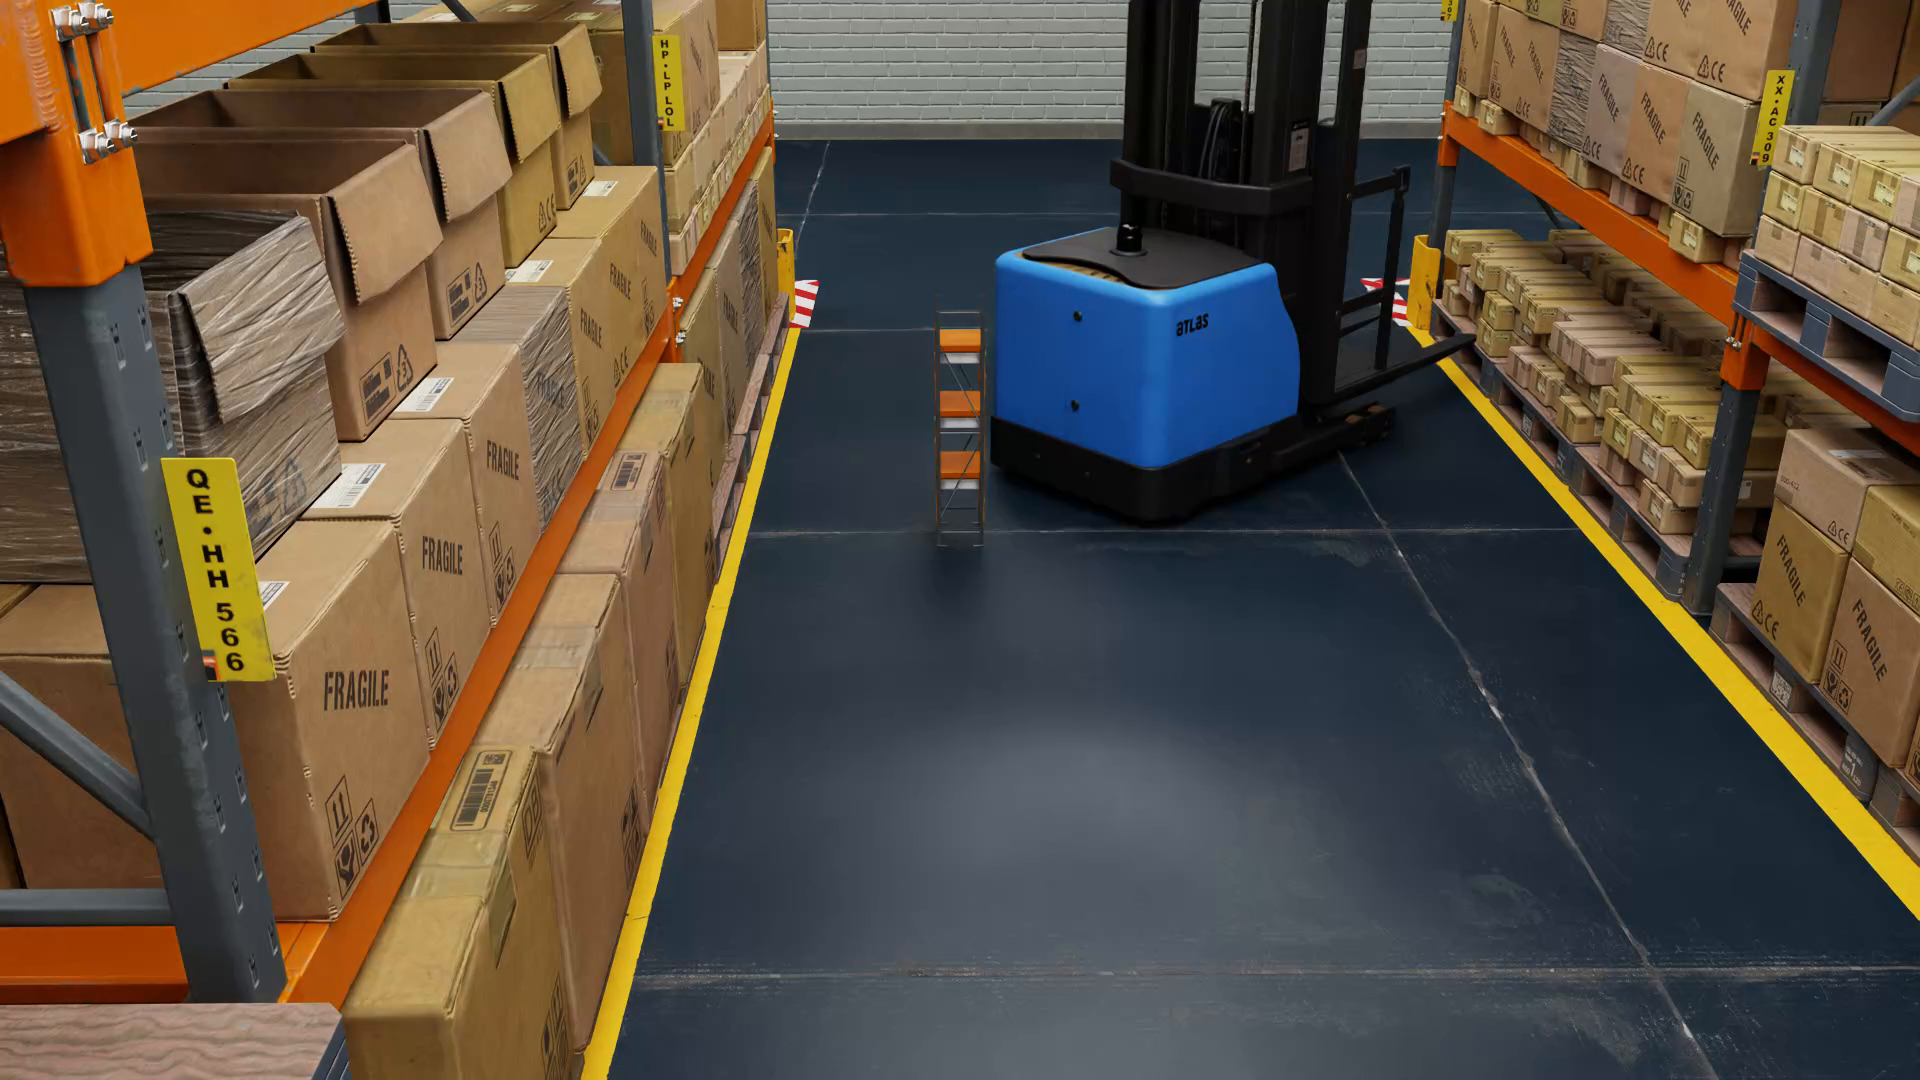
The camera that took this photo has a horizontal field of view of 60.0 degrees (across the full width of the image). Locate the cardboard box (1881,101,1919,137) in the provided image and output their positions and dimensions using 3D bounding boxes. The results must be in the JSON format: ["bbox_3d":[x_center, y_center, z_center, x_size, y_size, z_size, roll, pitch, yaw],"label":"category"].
[{"bbox_3d":[3.637,-1.474,6.386,0.500,0.500,0.500,-1,24,-2],"label":"cardboard box"}]

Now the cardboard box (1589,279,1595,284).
[{"bbox_3d":[3.646,-1.333,9.147,0.380,0.149,0.250,-1,24,-3],"label":"cardboard box"}]

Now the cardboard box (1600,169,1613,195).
[{"bbox_3d":[3.138,-1.629,7.517,0.380,0.149,0.250,-1,24,-1],"label":"cardboard box"}]

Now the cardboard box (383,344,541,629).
[{"bbox_3d":[-1.277,-0.129,3.774,0.500,0.500,0.500,-1,24,-2],"label":"cardboard box"}]

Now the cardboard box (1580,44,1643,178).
[{"bbox_3d":[3.094,-1.886,7.297,0.500,0.500,0.500,0,24,-1],"label":"cardboard box"}]

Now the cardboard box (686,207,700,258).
[{"bbox_3d":[-1.244,-1.224,6.621,0.380,0.149,0.250,-1,24,-2],"label":"cardboard box"}]

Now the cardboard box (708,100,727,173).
[{"bbox_3d":[-1.325,-1.787,7.383,0.500,0.250,0.500,0,24,1],"label":"cardboard box"}]

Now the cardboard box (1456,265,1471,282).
[{"bbox_3d":[3.096,-1.547,9.619,0.380,0.149,0.250,1,24,2],"label":"cardboard box"}]

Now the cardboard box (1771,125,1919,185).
[{"bbox_3d":[2.935,-1.271,5.494,0.380,0.149,0.250,1,24,2],"label":"cardboard box"}]

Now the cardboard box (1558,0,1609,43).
[{"bbox_3d":[3.091,-2.554,7.561,0.500,0.500,0.500,-1,24,-2],"label":"cardboard box"}]

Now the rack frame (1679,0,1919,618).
[{"bbox_3d":[3.391,-1.088,6.015,1.000,3.000,0.127,0,24,-1],"label":"rack frame"}]

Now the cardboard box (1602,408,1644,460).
[{"bbox_3d":[3.034,-0.466,7.228,0.380,0.149,0.250,-1,24,-2],"label":"cardboard box"}]

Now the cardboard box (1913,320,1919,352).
[{"bbox_3d":[2.948,-0.574,4.675,0.380,0.149,0.250,-1,24,-3],"label":"cardboard box"}]

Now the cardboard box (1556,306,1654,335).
[{"bbox_3d":[3.146,-1.036,8.130,0.380,0.149,0.250,0,24,0],"label":"cardboard box"}]

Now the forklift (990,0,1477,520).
[{"bbox_3d":[1.553,-1.927,7.955,3.031,2.935,1.130,-22,32,-39],"label":"forklift"}]

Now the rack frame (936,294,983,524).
[{"bbox_3d":[-0.002,-0.551,7.194,0.200,1.050,0.008,0,24,-1],"label":"rack frame"}]

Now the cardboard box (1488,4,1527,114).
[{"bbox_3d":[3.107,-2.510,8.678,0.500,0.500,0.500,0,24,0],"label":"cardboard box"}]

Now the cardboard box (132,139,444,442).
[{"bbox_3d":[-1.523,-0.531,3.446,0.797,0.503,0.637,0,24,1],"label":"cardboard box"}]

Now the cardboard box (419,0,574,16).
[{"bbox_3d":[-1.844,-1.910,6.745,0.500,0.500,0.500,0,24,0],"label":"cardboard box"}]

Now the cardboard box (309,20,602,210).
[{"bbox_3d":[-1.555,-1.346,5.248,0.797,0.503,0.637,-1,24,-2],"label":"cardboard box"}]

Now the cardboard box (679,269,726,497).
[{"bbox_3d":[-1.497,-0.602,7.011,0.875,0.875,0.875,0,24,-1],"label":"cardboard box"}]

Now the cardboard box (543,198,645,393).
[{"bbox_3d":[-1.293,-0.757,5.162,0.500,0.500,0.500,0,24,1],"label":"cardboard box"}]

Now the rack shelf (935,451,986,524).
[{"bbox_3d":[-0.001,-0.238,7.201,0.215,0.259,0.240,0,24,-1],"label":"rack shelf"}]

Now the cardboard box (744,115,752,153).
[{"bbox_3d":[-1.268,-2.075,8.502,0.380,0.149,0.250,-1,24,-2],"label":"cardboard box"}]

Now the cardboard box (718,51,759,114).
[{"bbox_3d":[-1.338,-2.415,8.770,0.500,0.250,0.500,-1,24,-1],"label":"cardboard box"}]

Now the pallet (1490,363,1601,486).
[{"bbox_3d":[3.332,-0.598,8.315,1.003,0.211,1.213,0,24,-1],"label":"pallet"}]

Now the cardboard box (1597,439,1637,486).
[{"bbox_3d":[3.059,-0.356,7.347,0.380,0.149,0.250,-1,24,-2],"label":"cardboard box"}]

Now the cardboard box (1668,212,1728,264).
[{"bbox_3d":[3.042,-1.195,6.558,0.380,0.149,0.250,-1,24,-2],"label":"cardboard box"}]

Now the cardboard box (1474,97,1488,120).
[{"bbox_3d":[3.067,-2.382,9.181,0.380,0.149,0.250,1,24,1],"label":"cardboard box"}]

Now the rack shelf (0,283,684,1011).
[{"bbox_3d":[-1.548,0.045,4.383,1.077,0.370,4.000,0,24,-1],"label":"rack shelf"}]

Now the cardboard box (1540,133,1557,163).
[{"bbox_3d":[3.109,-1.951,8.228,0.380,0.149,0.250,-1,24,-2],"label":"cardboard box"}]

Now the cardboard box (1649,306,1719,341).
[{"bbox_3d":[3.603,-1.038,8.133,0.380,0.149,0.250,0,24,0],"label":"cardboard box"}]

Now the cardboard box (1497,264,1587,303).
[{"bbox_3d":[3.097,-1.363,8.851,0.380,0.149,0.250,-1,24,-3],"label":"cardboard box"}]

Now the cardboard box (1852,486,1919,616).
[{"bbox_3d":[3.143,0.043,5.128,0.500,0.250,0.500,0,24,1],"label":"cardboard box"}]

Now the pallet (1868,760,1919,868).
[{"bbox_3d":[3.417,1.008,4.766,1.003,0.211,1.213,0,24,-1],"label":"pallet"}]

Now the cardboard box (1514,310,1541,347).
[{"bbox_3d":[3.126,-1.118,8.671,0.380,0.149,0.250,-1,24,-3],"label":"cardboard box"}]

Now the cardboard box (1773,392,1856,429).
[{"bbox_3d":[3.650,-0.508,6.960,0.380,0.149,0.250,1,24,2],"label":"cardboard box"}]

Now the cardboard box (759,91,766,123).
[{"bbox_3d":[-1.276,-2.388,9.195,0.380,0.149,0.250,0,24,0],"label":"cardboard box"}]

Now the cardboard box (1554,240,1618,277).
[{"bbox_3d":[3.552,-1.578,9.328,0.380,0.149,0.250,0,24,0],"label":"cardboard box"}]

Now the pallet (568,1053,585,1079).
[{"bbox_3d":[-1.460,1.487,3.707,1.003,0.211,1.213,0,24,-1],"label":"pallet"}]

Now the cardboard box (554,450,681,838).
[{"bbox_3d":[-1.532,0.302,5.012,1.225,0.875,0.875,-1,24,-2],"label":"cardboard box"}]

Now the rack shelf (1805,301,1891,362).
[{"bbox_3d":[3.413,-0.025,4.300,0.919,0.124,3.809,0,24,-1],"label":"rack shelf"}]

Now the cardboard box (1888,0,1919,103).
[{"bbox_3d":[3.629,-1.911,6.140,0.500,0.500,0.500,0,24,1],"label":"cardboard box"}]

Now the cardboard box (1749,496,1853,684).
[{"bbox_3d":[3.134,0.166,5.767,0.500,0.500,0.500,1,24,1],"label":"cardboard box"}]

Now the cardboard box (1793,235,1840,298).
[{"bbox_3d":[2.944,-0.886,5.364,0.380,0.149,0.250,0,24,0],"label":"cardboard box"}]

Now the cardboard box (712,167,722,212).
[{"bbox_3d":[-1.255,-1.546,7.334,0.380,0.149,0.250,-1,24,-1],"label":"cardboard box"}]

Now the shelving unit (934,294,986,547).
[{"bbox_3d":[-0.001,-0.500,7.082,0.215,1.050,0.252,0,24,-1],"label":"shelving unit"}]

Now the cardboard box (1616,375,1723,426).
[{"bbox_3d":[3.074,-0.604,7.174,0.380,0.149,0.250,0,24,-1],"label":"cardboard box"}]

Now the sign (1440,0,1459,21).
[{"bbox_3d":[2.805,-3.128,9.475,0.100,0.325,0.005,0,24,-1],"label":"sign"}]

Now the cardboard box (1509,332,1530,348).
[{"bbox_3d":[3.118,-0.991,8.750,0.380,0.149,0.250,0,24,0],"label":"cardboard box"}]

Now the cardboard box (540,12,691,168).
[{"bbox_3d":[-1.320,-1.714,6.311,0.500,0.500,0.500,0,24,-1],"label":"cardboard box"}]
